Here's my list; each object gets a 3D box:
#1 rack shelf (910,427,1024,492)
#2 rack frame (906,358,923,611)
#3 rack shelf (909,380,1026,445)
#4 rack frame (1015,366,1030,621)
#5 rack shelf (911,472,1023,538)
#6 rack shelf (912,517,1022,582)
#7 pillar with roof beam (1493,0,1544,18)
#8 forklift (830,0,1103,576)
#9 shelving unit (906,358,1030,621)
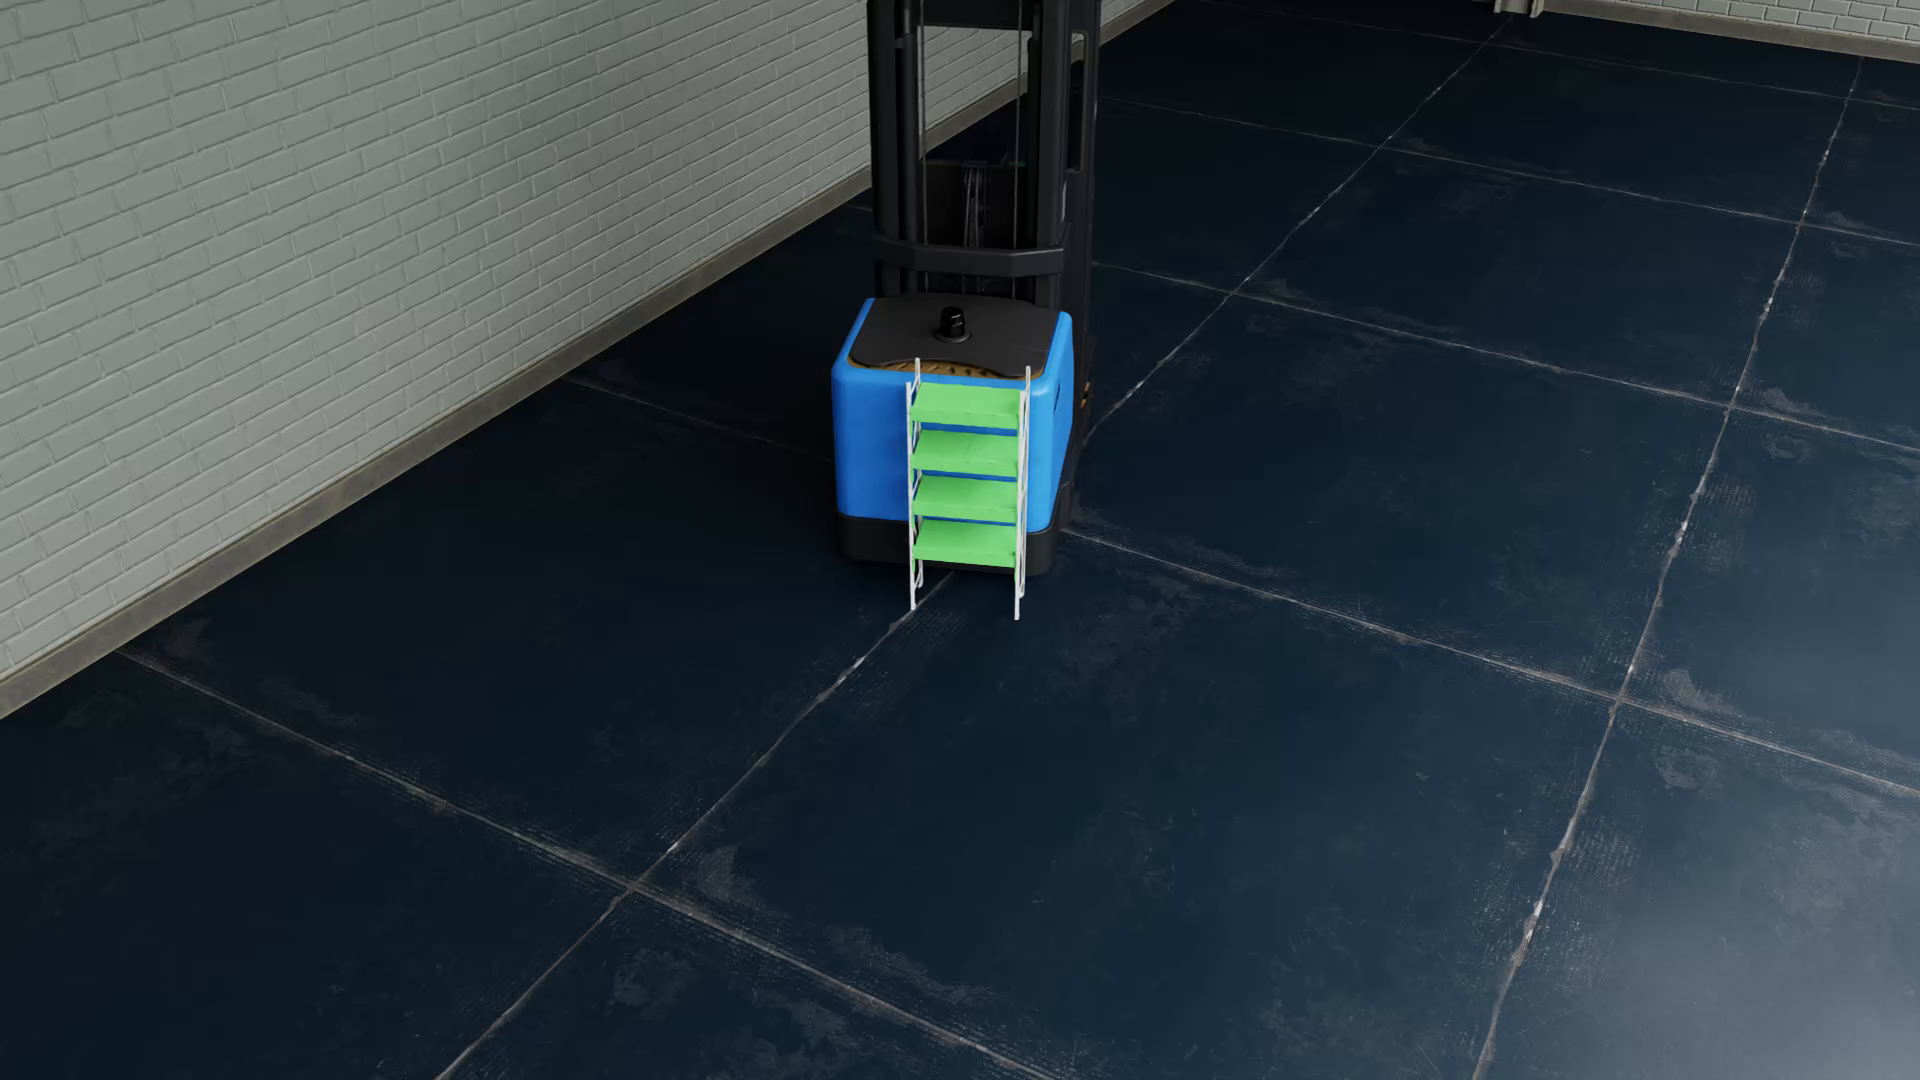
[{"bbox_3d":[0.038,-0.359,7.390,0.480,0.148,0.258,5,34,7],"label":"rack shelf"},{"bbox_3d":[-0.203,-0.234,7.519,0.015,1.200,0.240,5,34,7],"label":"rack frame"},{"bbox_3d":[0.038,-0.559,7.257,0.480,0.148,0.258,5,34,7],"label":"rack shelf"},{"bbox_3d":[0.279,-0.192,7.456,0.015,1.200,0.240,5,34,7],"label":"rack frame"},{"bbox_3d":[0.038,-0.160,7.523,0.480,0.148,0.258,5,34,7],"label":"rack shelf"},{"bbox_3d":[0.038,0.040,7.656,0.480,0.148,0.258,5,34,7],"label":"rack shelf"},{"bbox_3d":[3.169,-6.705,10.200,0.400,9.000,9.100,18,37,24],"label":"pillar with roof beam"},{"bbox_3d":[0.149,-1.855,8.392,1.130,2.935,3.031,5,34,8],"label":"forklift"},{"bbox_3d":[0.038,-0.213,7.487,0.503,1.200,0.258,5,34,7],"label":"shelving unit"}]
